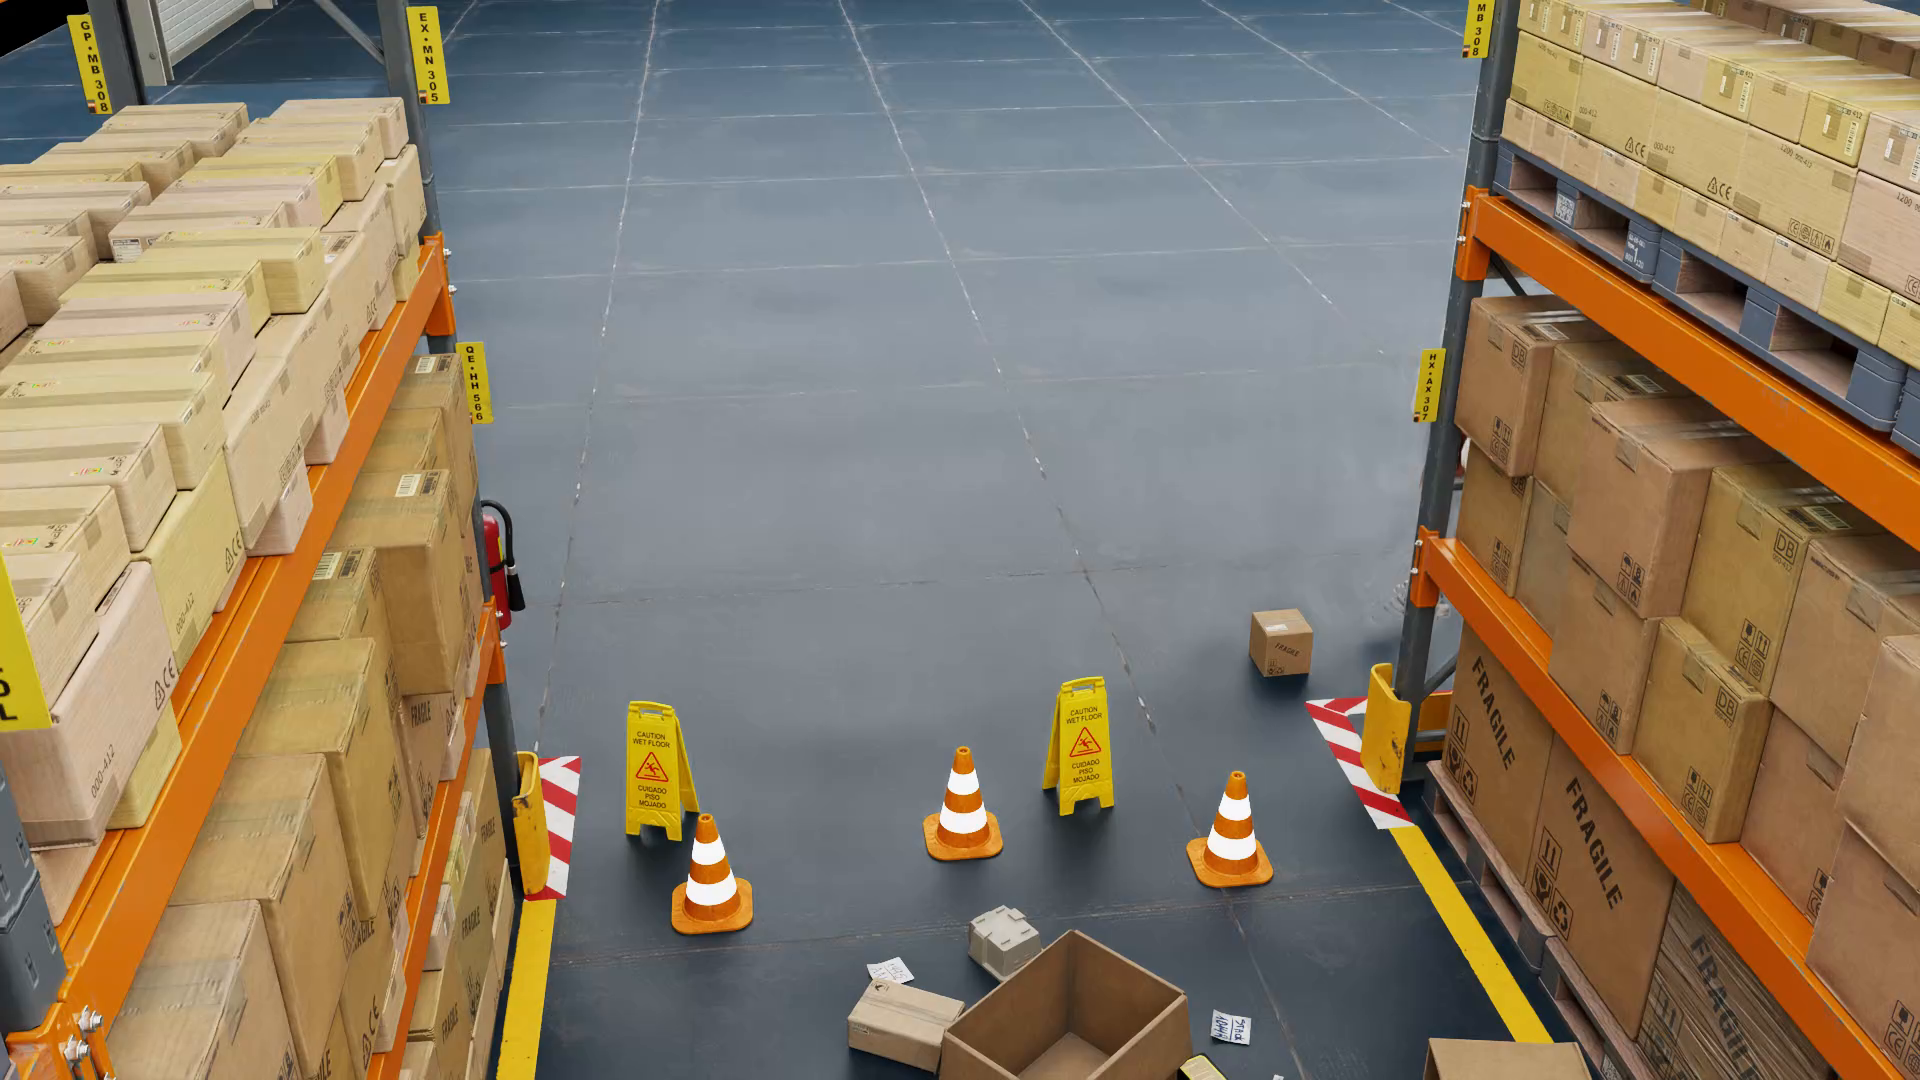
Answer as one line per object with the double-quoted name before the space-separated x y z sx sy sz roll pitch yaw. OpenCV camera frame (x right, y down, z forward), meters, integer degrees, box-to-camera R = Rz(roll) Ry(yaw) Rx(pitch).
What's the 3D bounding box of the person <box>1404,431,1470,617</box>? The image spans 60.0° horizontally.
"person" 2.827 -0.354 8.779 0.923 1.739 0.590 -6 28 -12
